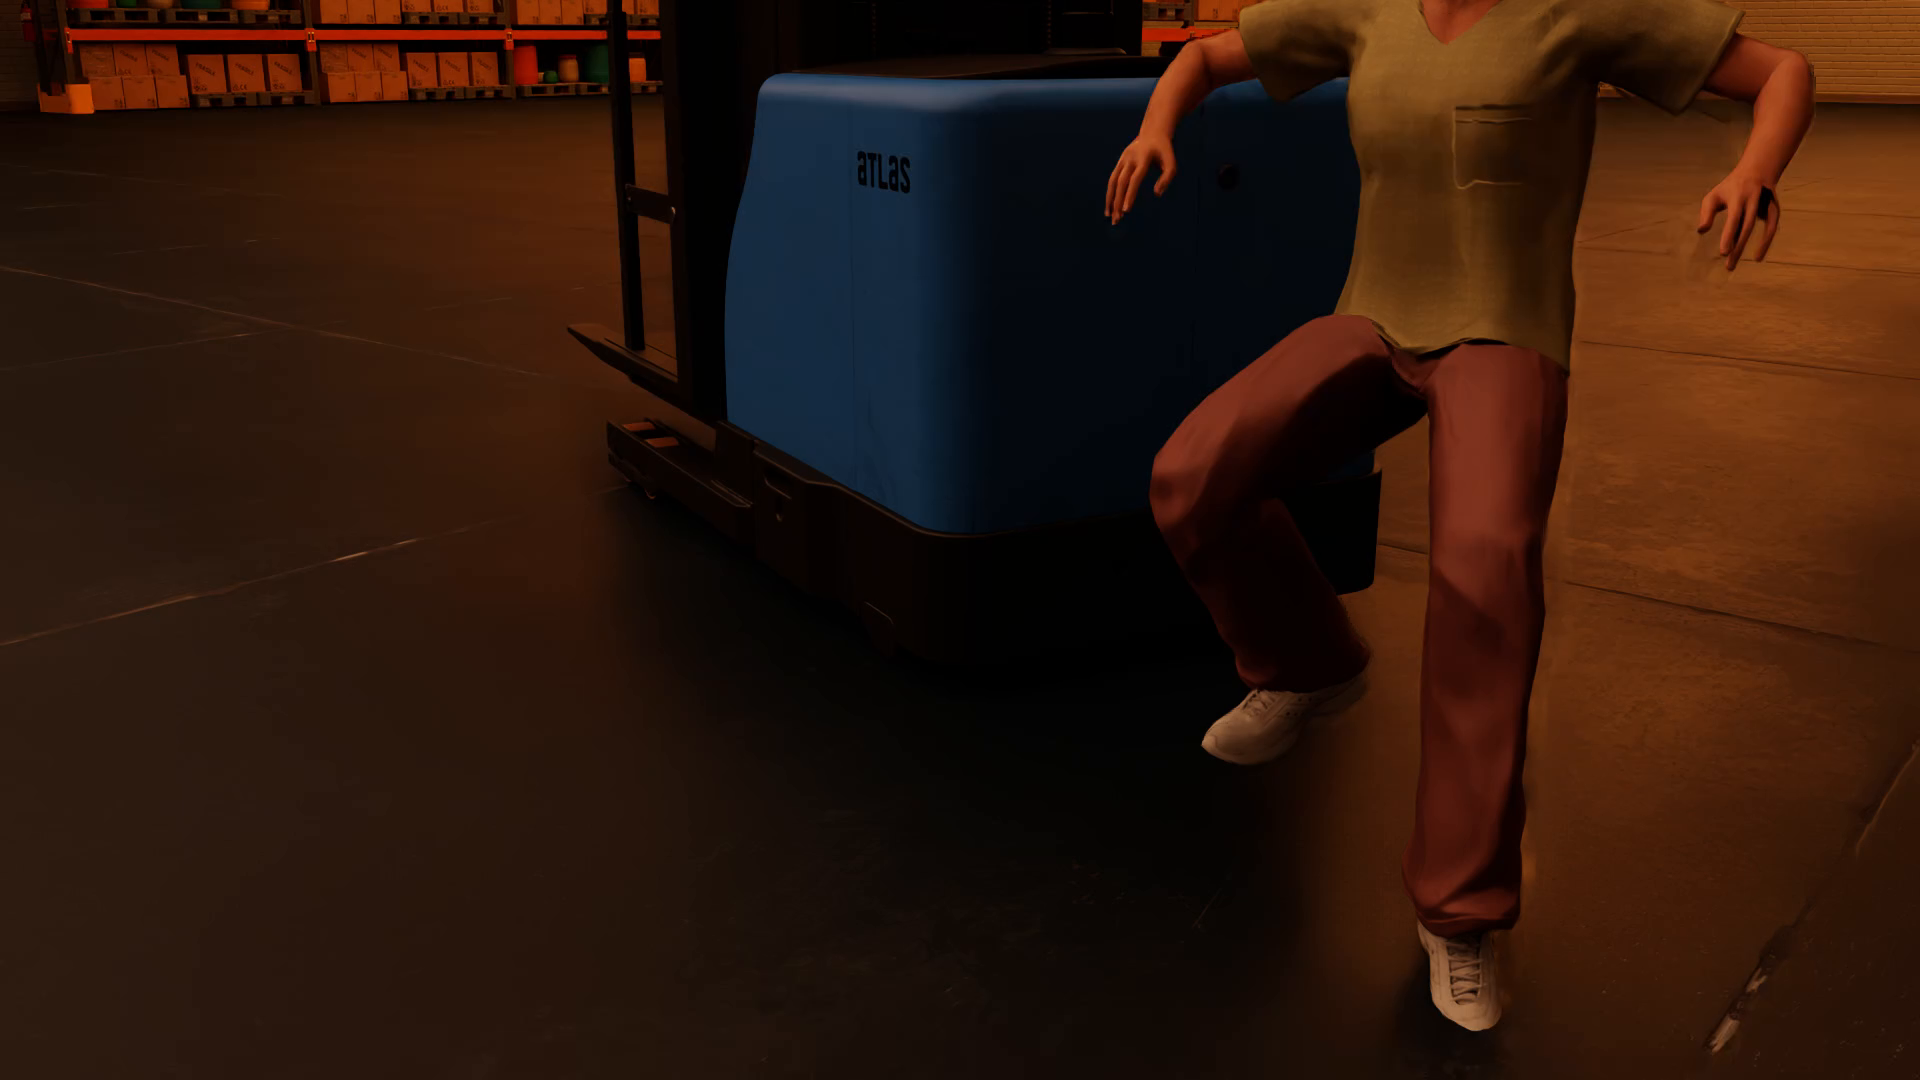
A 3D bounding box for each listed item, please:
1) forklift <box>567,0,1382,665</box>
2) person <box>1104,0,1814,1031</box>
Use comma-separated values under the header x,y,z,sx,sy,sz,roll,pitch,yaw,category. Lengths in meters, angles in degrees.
x,y,z,sx,sy,sz,roll,pitch,yaw,category
-0.288,-1.559,4.031,1.130,2.935,3.031,-9,19,-27,forklift
0.579,-0.225,2.220,0.886,1.558,0.714,14,22,38,person
